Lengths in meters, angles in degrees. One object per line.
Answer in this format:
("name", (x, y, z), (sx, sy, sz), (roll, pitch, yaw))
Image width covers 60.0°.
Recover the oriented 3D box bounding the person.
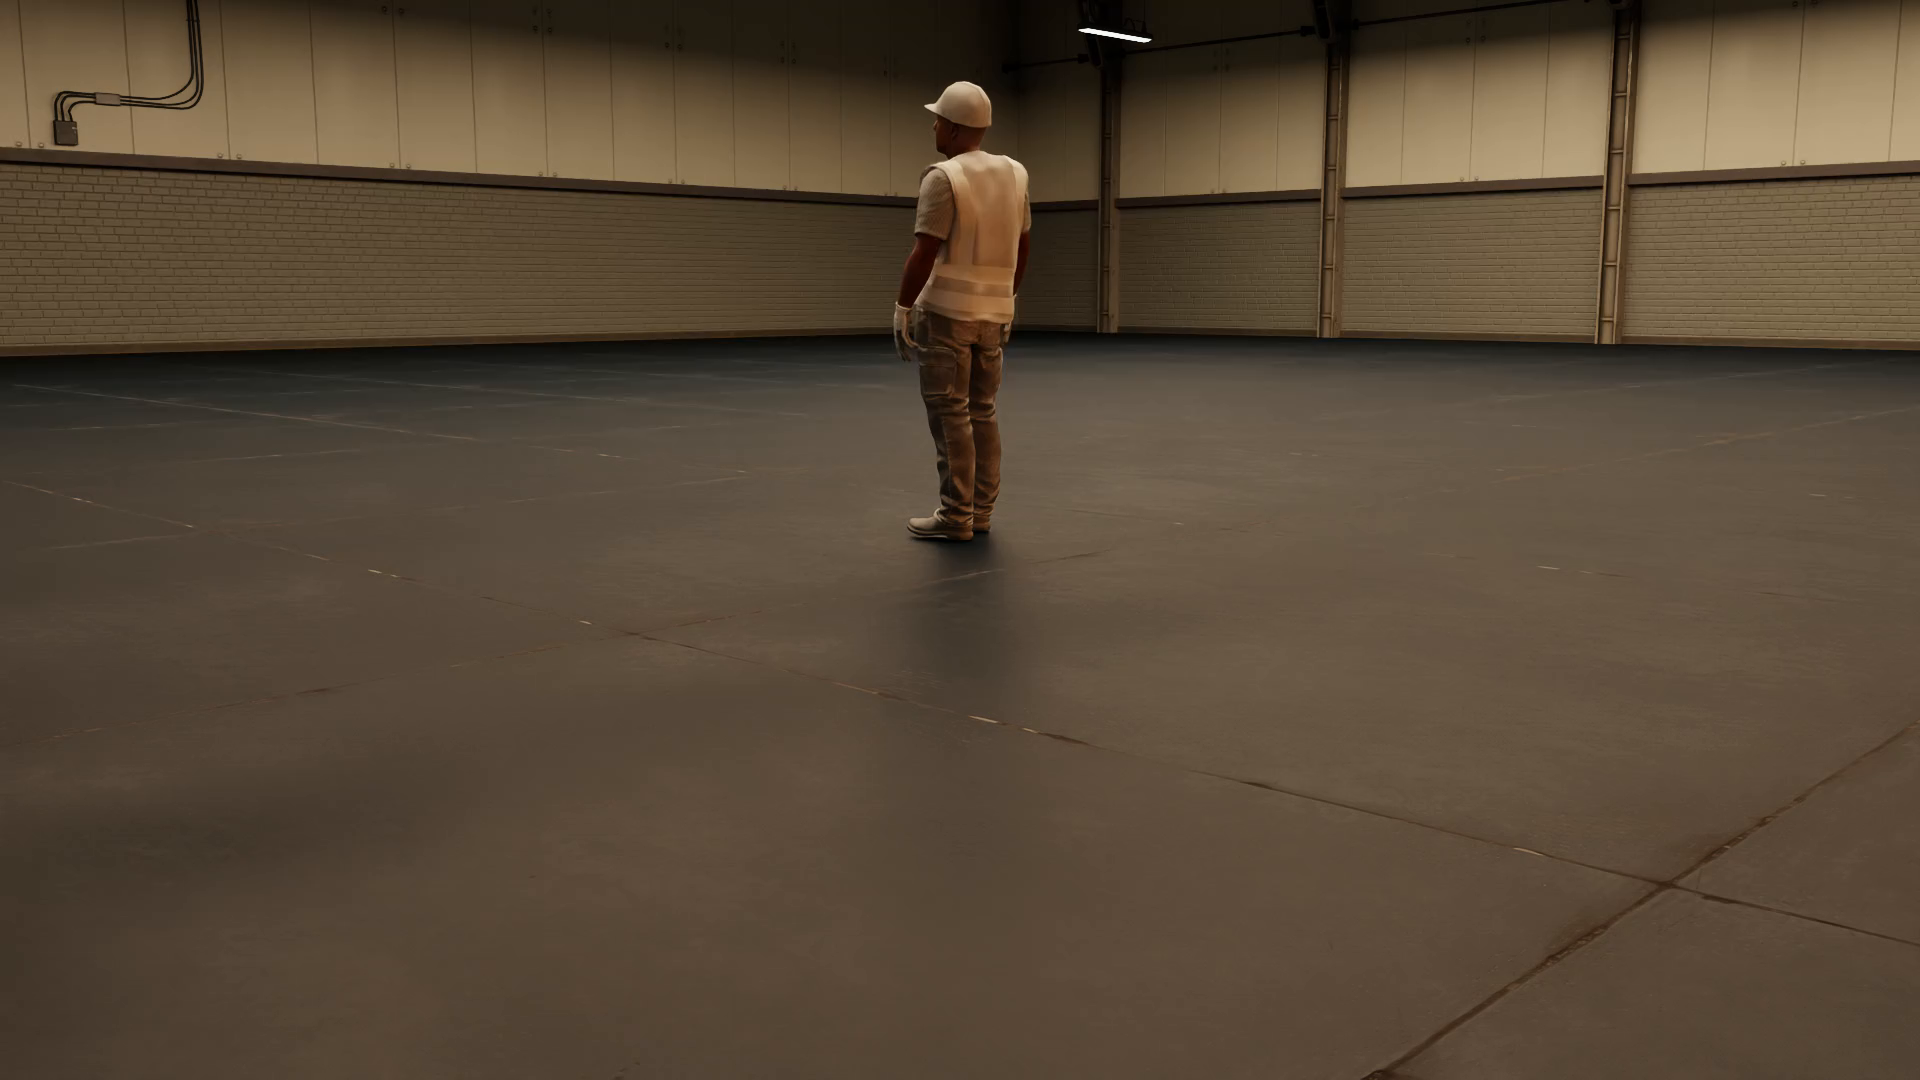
("person", (-0.046, -0.897, 6.639), (0.575, 1.785, 0.657), (8, 12, 43))
